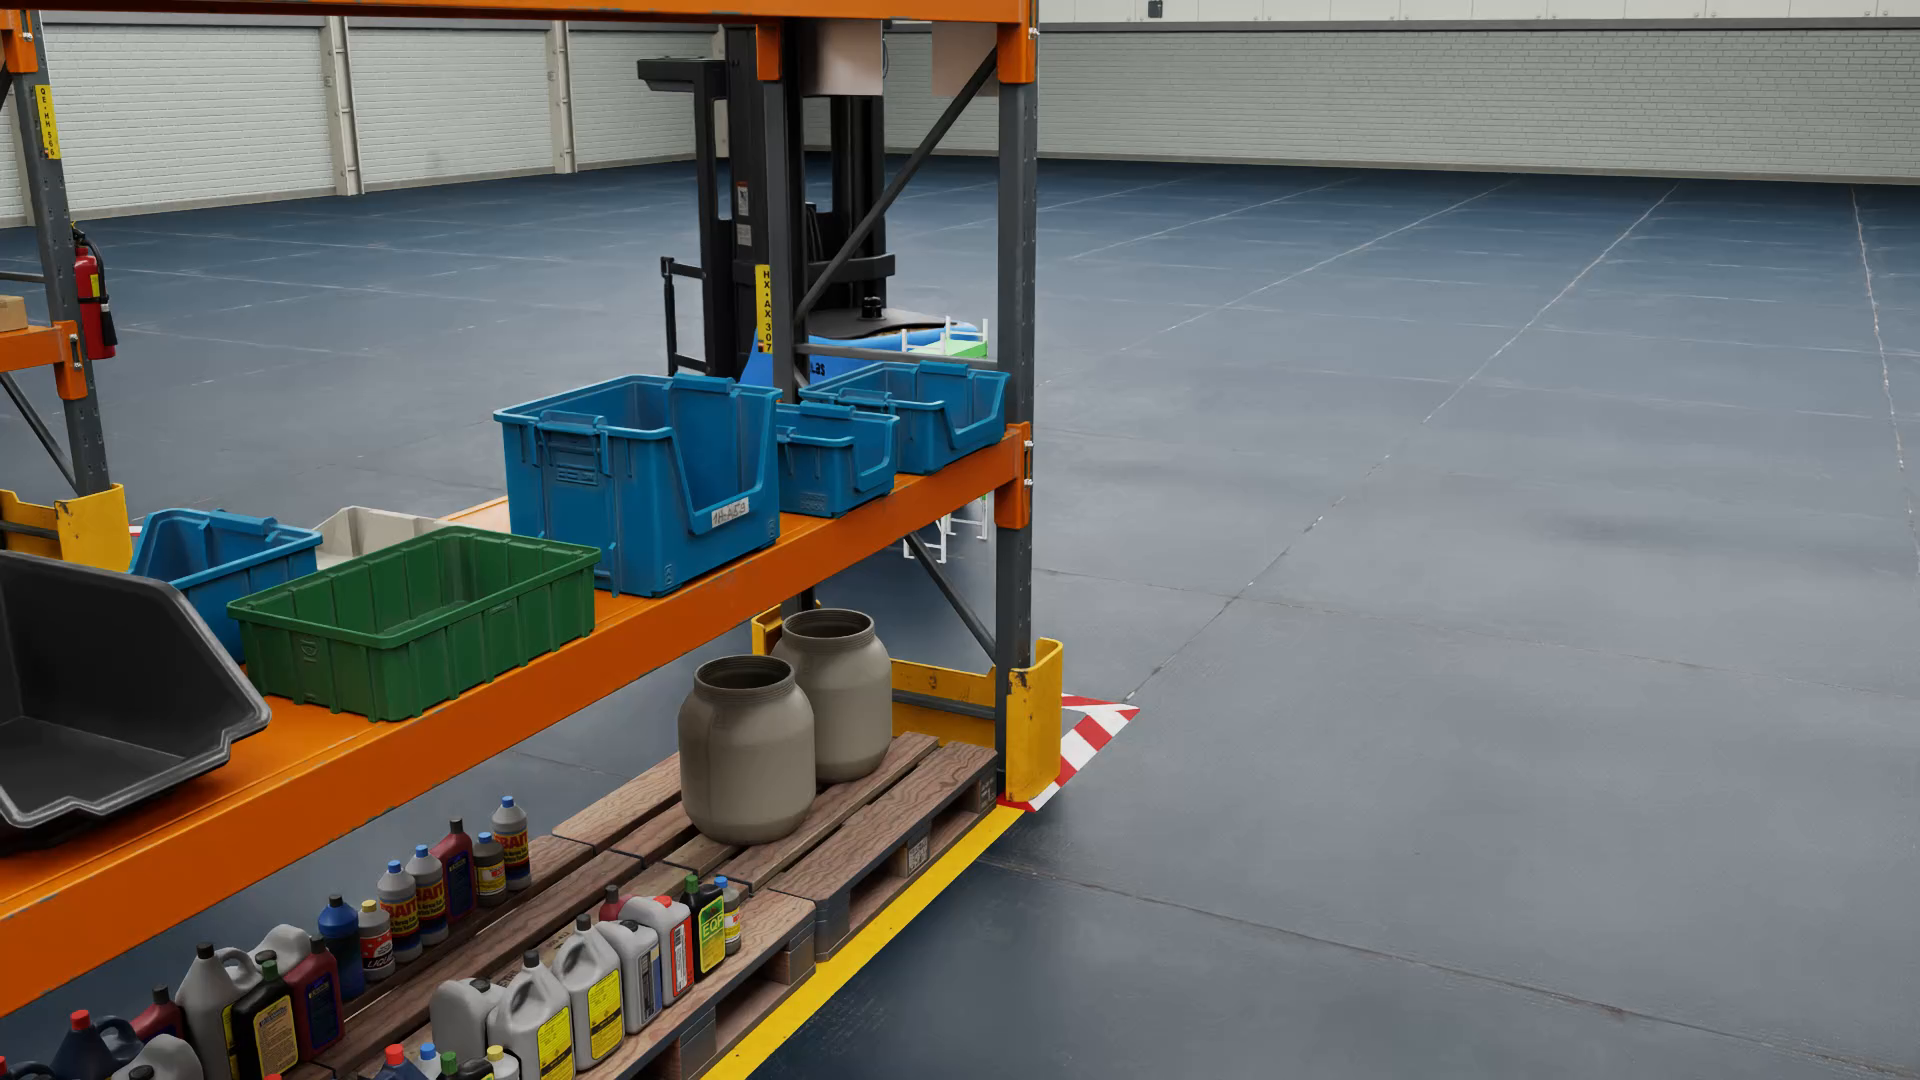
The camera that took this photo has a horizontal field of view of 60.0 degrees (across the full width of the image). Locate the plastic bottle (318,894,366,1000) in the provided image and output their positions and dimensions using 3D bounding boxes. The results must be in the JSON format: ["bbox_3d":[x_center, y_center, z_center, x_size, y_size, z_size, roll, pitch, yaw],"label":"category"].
[{"bbox_3d":[-1.593,1.039,4.278,0.097,0.271,0.097,0,17,0],"label":"plastic bottle"}]

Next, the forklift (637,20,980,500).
[{"bbox_3d":[-1.199,-1.824,10.017,1.130,2.935,3.031,-13,21,-37],"label":"forklift"}]

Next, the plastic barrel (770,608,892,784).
[{"bbox_3d":[-0.441,0.524,5.624,0.421,0.512,0.421,0,17,0],"label":"plastic barrel"}]

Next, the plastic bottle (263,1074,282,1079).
[{"bbox_3d":[-1.400,1.262,3.388,0.144,0.351,0.185,8,18,25],"label":"plastic bottle"}]

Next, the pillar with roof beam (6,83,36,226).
[{"bbox_3d":[-9.858,-8.488,21.798,9.100,9.000,0.400,8,18,25],"label":"pillar with roof beam"}]

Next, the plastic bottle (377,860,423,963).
[{"bbox_3d":[-1.502,0.987,4.452,0.097,0.271,0.097,0,17,0],"label":"plastic bottle"}]

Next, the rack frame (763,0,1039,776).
[{"bbox_3d":[-0.215,-0.645,5.927,1.000,3.000,0.127,8,18,25],"label":"rack frame"}]

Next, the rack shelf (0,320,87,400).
[{"bbox_3d":[-5.540,-0.421,6.436,1.077,0.370,4.000,8,18,25],"label":"rack shelf"}]

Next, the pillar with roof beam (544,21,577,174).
[{"bbox_3d":[-4.496,-11.545,32.089,9.100,9.000,0.400,8,18,25],"label":"pillar with roof beam"}]

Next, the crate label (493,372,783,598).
[{"bbox_3d":[-0.796,-0.159,4.228,0.502,0.435,0.616,8,18,25],"label":"crate label"}]

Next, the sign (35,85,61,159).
[{"bbox_3d":[-4.159,-1.906,7.584,0.100,0.325,0.005,8,18,25],"label":"sign"}]

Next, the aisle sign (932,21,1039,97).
[{"bbox_3d":[0.083,-1.872,5.491,0.394,0.787,0.004,8,18,25],"label":"aisle sign"}]

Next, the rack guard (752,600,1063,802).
[{"bbox_3d":[-0.207,0.579,6.198,1.175,0.500,0.348,8,18,25],"label":"rack guard"}]

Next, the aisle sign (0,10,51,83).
[{"bbox_3d":[-4.350,-2.499,7.603,0.394,0.787,0.004,8,18,25],"label":"aisle sign"}]

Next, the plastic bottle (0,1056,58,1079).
[{"bbox_3d":[-1.973,1.232,3.487,0.144,0.351,0.185,8,18,24],"label":"plastic bottle"}]

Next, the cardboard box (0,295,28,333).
[{"bbox_3d":[-4.589,-1.056,7.752,0.380,0.149,0.250,8,18,25],"label":"cardboard box"}]

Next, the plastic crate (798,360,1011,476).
[{"bbox_3d":[-0.171,-0.408,5.391,0.499,0.251,0.616,8,18,25],"label":"plastic crate"}]

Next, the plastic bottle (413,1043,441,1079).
[{"bbox_3d":[-1.154,1.228,3.641,0.097,0.271,0.097,0,17,0],"label":"plastic bottle"}]

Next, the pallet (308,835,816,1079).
[{"bbox_3d":[-1.121,1.233,4.502,1.003,0.211,1.213,8,18,25],"label":"pallet"}]

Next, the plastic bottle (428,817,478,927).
[{"bbox_3d":[-1.422,0.924,4.644,0.061,0.283,0.133,8,19,26],"label":"plastic bottle"}]

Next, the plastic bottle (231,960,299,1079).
[{"bbox_3d":[-1.639,1.140,3.916,0.061,0.283,0.133,8,18,25],"label":"plastic bottle"}]

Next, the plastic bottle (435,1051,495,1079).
[{"bbox_3d":[-1.075,1.228,3.621,0.061,0.283,0.133,9,19,28],"label":"plastic bottle"}]

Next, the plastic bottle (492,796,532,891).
[{"bbox_3d":[-1.304,0.874,4.832,0.097,0.271,0.097,0,17,0],"label":"plastic bottle"}]

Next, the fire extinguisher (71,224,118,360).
[{"bbox_3d":[-4.183,-1.208,7.960,0.296,0.674,0.183,8,18,25],"label":"fire extinguisher"}]

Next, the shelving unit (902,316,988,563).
[{"bbox_3d":[-0.074,-0.533,8.712,0.258,1.200,0.503,8,18,25],"label":"shelving unit"}]

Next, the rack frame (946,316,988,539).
[{"bbox_3d":[0.035,-0.595,8.921,0.240,1.200,0.015,8,18,25],"label":"rack frame"}]

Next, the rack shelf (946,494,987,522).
[{"bbox_3d":[-0.074,-0.242,8.798,0.258,0.148,0.480,8,18,25],"label":"rack shelf"}]

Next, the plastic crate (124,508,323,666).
[{"bbox_3d":[-1.751,0.129,3.583,0.499,0.251,0.616,8,18,25],"label":"plastic crate"}]

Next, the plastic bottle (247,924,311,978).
[{"bbox_3d":[-1.666,1.096,4.077,0.152,0.276,0.135,8,19,26],"label":"plastic bottle"}]

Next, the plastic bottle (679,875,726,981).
[{"bbox_3d":[-0.680,1.002,4.380,0.061,0.283,0.133,9,19,27],"label":"plastic bottle"}]

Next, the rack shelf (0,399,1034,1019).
[{"bbox_3d":[-1.109,0.209,4.314,1.077,0.370,4.000,8,18,25],"label":"rack shelf"}]

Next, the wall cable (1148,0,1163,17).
[{"bbox_3d":[5.319,-14.622,36.475,2.305,6.003,0.169,8,18,25],"label":"wall cable"}]

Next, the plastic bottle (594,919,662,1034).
[{"bbox_3d":[-0.843,1.070,4.166,0.152,0.276,0.135,8,18,24],"label":"plastic bottle"}]

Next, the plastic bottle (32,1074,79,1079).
[{"bbox_3d":[-1.844,1.251,3.425,0.144,0.351,0.185,8,18,25],"label":"plastic bottle"}]

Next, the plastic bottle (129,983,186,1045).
[{"bbox_3d":[-1.851,1.169,3.819,0.061,0.283,0.133,9,19,29],"label":"plastic bottle"}]

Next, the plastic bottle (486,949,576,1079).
[{"bbox_3d":[-0.996,1.124,3.852,0.144,0.351,0.185,8,18,25],"label":"plastic bottle"}]
